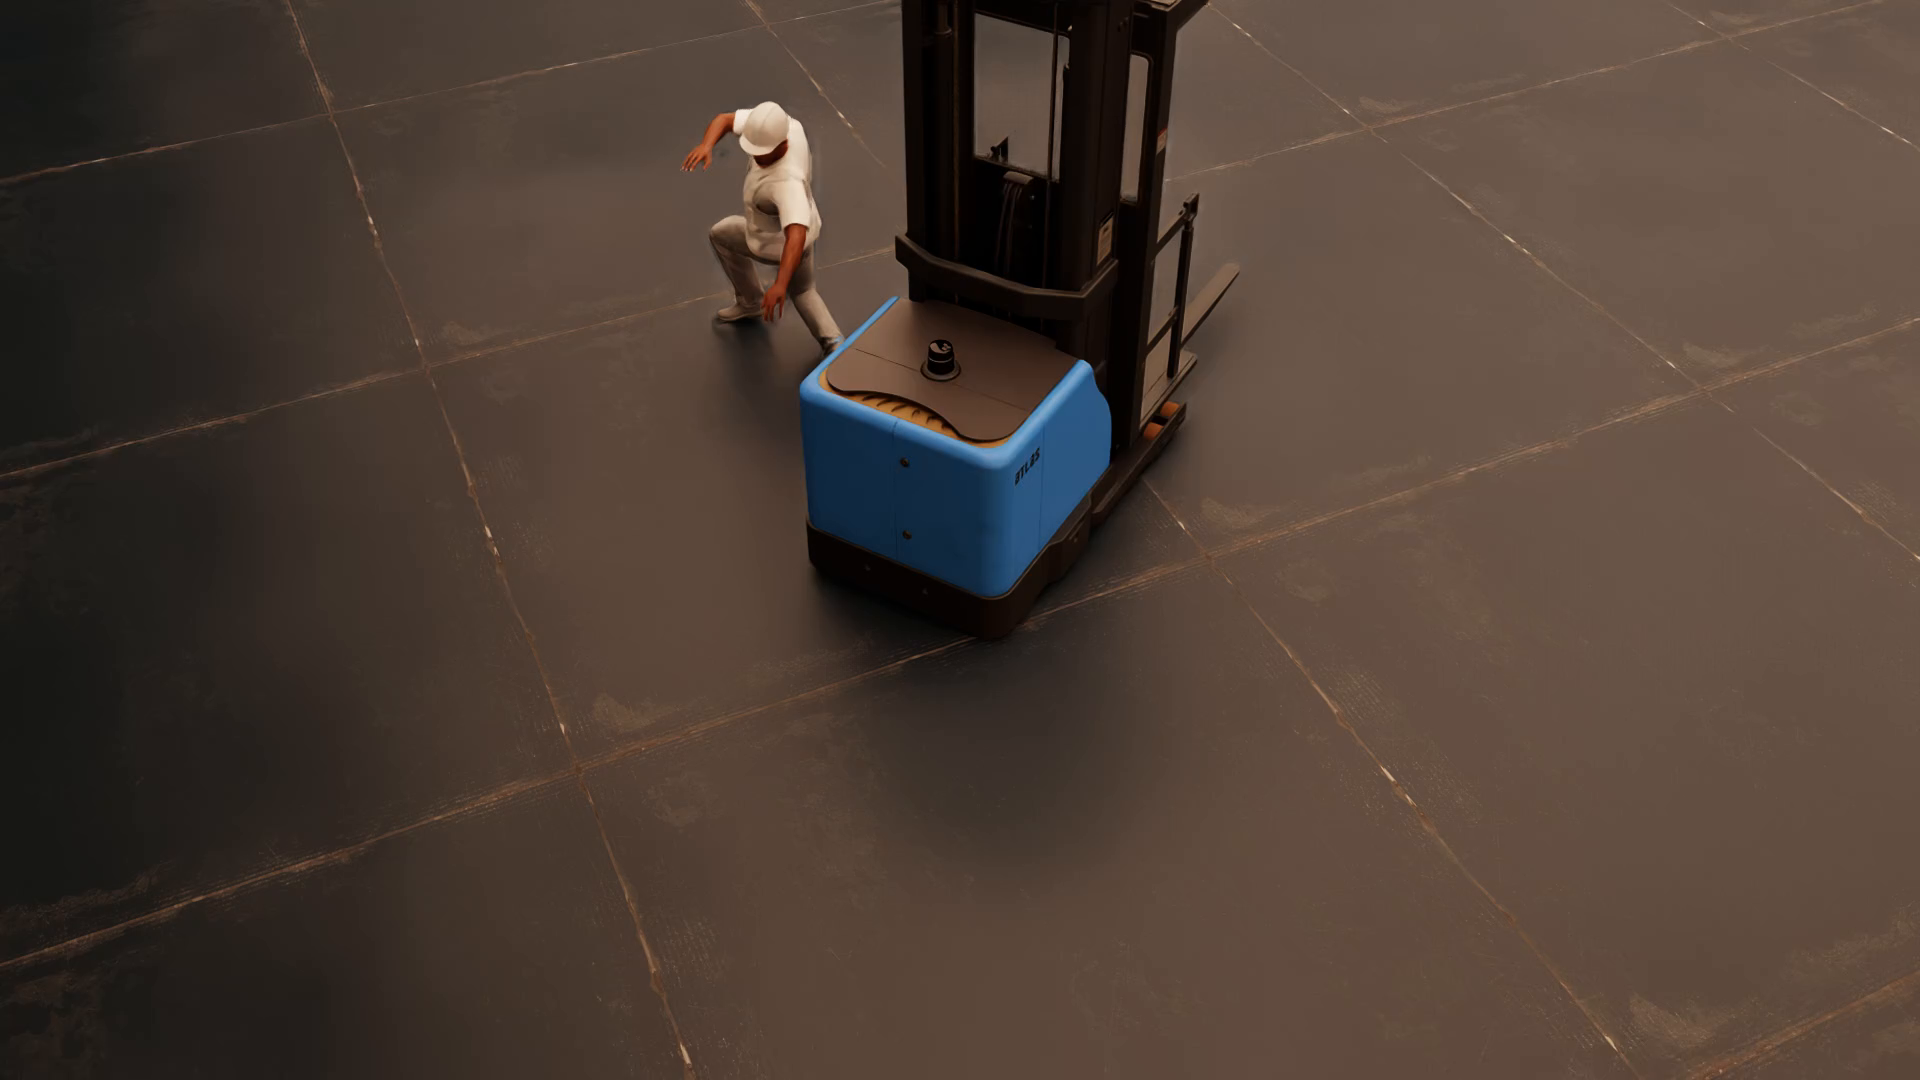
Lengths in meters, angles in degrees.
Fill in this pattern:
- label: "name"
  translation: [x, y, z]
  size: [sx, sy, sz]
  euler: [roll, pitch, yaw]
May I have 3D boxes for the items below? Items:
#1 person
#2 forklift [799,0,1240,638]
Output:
- label: "person"
  translation: [-1.016, -1.507, 8.377]
  size: [0.973, 1.503, 0.839]
  euler: [24, 48, 24]
- label: "forklift"
  translation: [0.483, -1.636, 7.433]
  size: [1.130, 2.935, 3.031]
  euler: [22, 47, 22]
